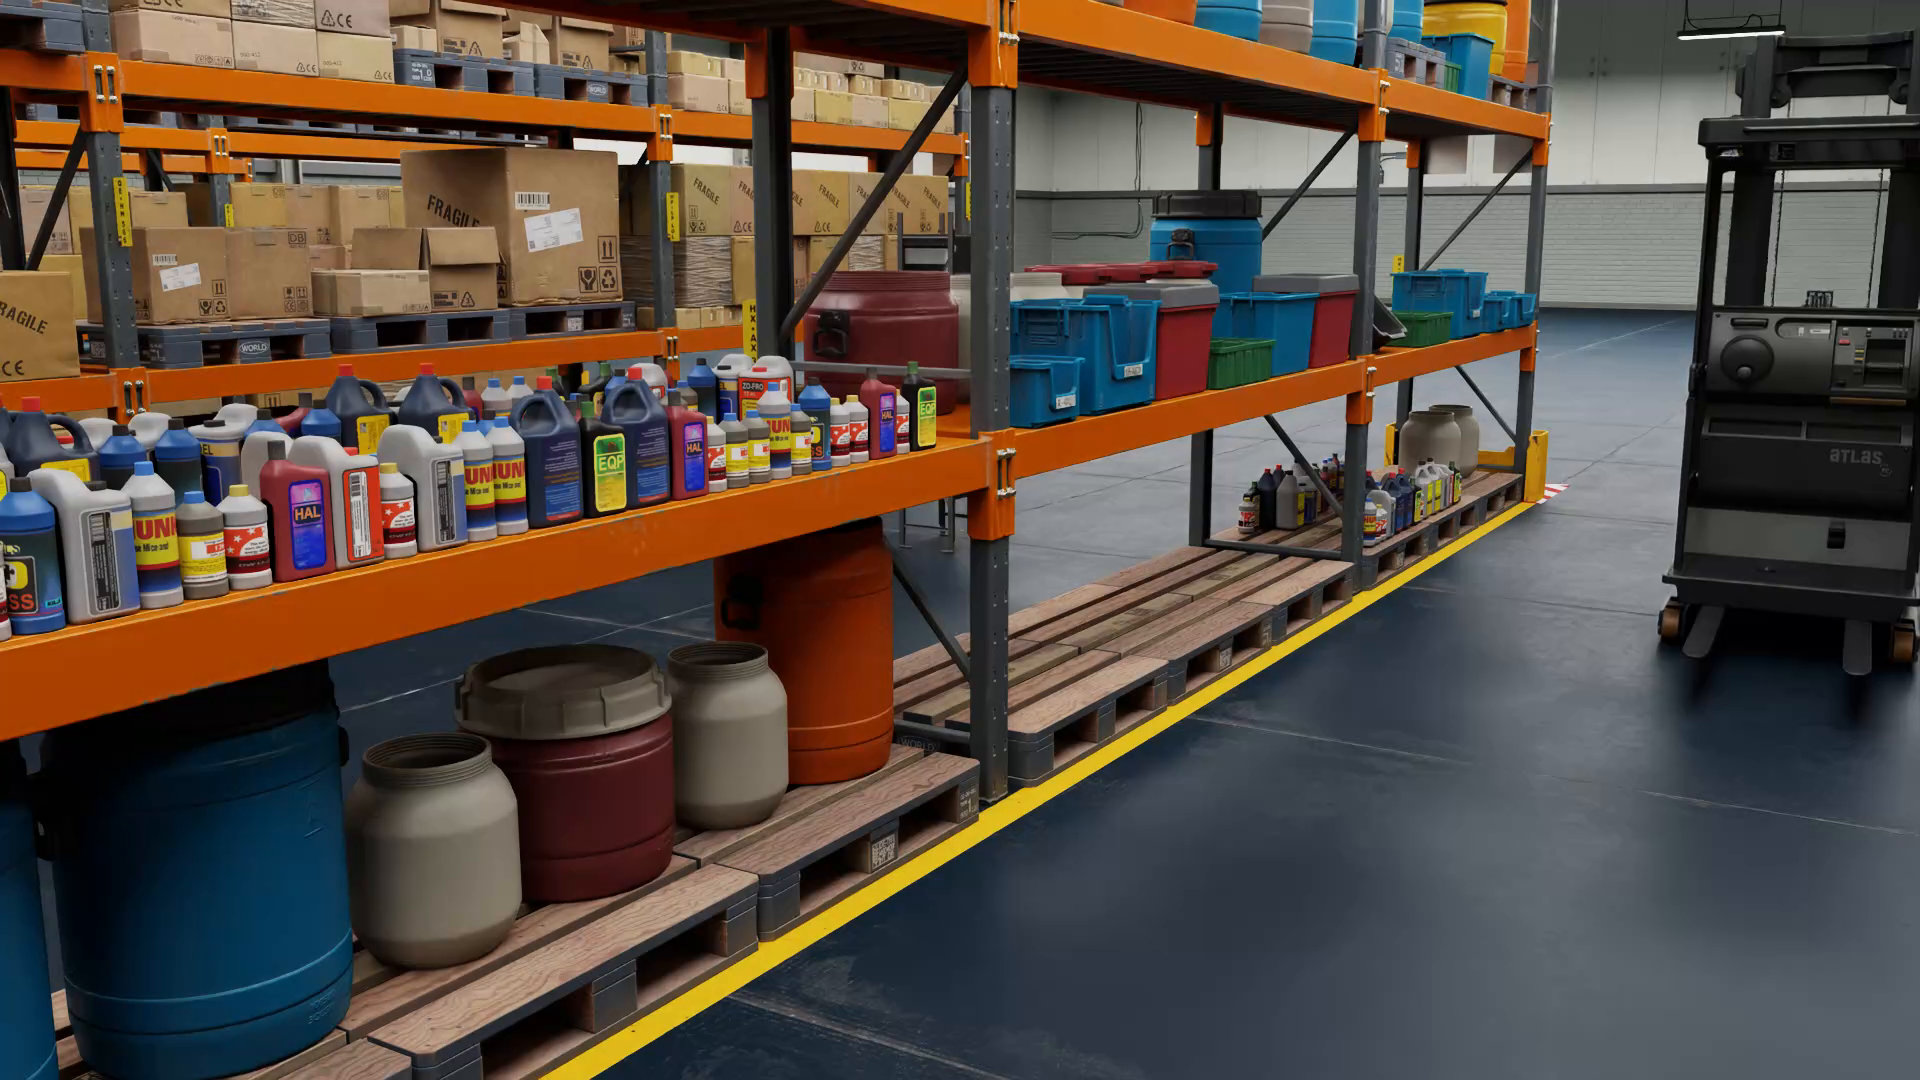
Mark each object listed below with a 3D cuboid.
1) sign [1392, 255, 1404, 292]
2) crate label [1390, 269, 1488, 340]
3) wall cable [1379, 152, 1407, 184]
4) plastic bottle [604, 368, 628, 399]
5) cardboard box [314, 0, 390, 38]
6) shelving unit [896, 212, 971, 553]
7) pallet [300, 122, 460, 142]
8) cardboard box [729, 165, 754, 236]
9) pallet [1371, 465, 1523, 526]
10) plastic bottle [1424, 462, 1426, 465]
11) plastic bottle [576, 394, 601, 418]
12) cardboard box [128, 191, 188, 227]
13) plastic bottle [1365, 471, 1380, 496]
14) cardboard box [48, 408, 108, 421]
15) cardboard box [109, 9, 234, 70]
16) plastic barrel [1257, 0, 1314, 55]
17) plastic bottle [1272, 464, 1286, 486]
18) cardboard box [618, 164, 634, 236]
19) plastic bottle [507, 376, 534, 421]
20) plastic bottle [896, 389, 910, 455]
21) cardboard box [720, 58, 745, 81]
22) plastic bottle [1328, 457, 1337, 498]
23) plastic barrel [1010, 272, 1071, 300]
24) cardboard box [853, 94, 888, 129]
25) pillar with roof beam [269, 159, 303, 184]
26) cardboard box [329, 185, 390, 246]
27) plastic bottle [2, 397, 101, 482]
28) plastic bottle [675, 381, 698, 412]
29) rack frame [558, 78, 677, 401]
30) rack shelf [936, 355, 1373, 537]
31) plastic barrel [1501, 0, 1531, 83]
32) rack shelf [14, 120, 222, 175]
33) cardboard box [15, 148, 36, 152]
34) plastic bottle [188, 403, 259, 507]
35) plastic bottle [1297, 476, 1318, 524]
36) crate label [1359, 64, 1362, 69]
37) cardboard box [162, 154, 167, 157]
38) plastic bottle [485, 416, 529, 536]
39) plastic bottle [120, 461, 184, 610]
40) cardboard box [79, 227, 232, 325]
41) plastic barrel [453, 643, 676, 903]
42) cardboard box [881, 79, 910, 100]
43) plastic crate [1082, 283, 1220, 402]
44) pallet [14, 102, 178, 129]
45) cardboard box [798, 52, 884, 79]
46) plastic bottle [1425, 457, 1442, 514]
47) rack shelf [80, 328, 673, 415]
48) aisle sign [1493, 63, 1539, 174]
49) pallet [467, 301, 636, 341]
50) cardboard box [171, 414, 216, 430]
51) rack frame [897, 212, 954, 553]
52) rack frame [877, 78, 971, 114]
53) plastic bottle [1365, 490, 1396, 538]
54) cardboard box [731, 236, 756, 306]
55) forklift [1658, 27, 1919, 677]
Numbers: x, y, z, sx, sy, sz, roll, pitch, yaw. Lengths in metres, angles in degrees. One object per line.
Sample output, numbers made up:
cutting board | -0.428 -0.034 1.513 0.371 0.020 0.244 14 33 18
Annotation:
sign | 3.399 -2.042 12.870 0.100 0.325 0.005 6 12 31
crate label | 3.142 -1.554 10.924 0.502 0.435 0.616 6 12 31
wall cable | 12.128 -12.489 43.880 2.305 6.003 0.169 6 12 31
plastic bottle | -1.059 -0.400 5.201 0.097 0.271 0.097 0 11 0
cardboard box | -3.534 -3.045 9.201 0.500 0.500 0.500 6 12 29
shelving unit | -0.086 -1.006 10.536 0.431 2.100 0.503 6 12 31
pallet | -5.562 -3.936 15.830 1.003 0.211 1.213 6 12 31
cardboard box | -1.734 -2.508 12.319 0.500 0.500 0.500 6 12 31
pallet | 3.441 -0.338 12.100 1.003 0.211 1.213 6 12 31
plastic bottle | 3.042 -0.376 10.910 0.061 0.283 0.133 6 12 31
plastic bottle | -0.945 -0.237 4.302 0.061 0.283 0.133 6 12 31
cardboard box | -6.882 -2.648 13.873 0.700 0.500 0.500 6 12 30
plastic bottle | 2.441 -0.238 9.994 0.144 0.351 0.185 6 12 31
cardboard box | -7.379 -1.029 13.187 1.050 0.750 0.750 6 12 31
cardboard box | -4.058 -2.518 8.421 0.500 0.250 0.500 7 12 32
plastic barrel | 1.372 -2.740 7.841 0.600 0.901 0.600 0 11 0
plastic bottle | 1.978 -0.296 10.304 0.144 0.351 0.185 6 12 28
cardboard box | -2.445 -2.480 12.168 0.500 0.500 0.500 6 12 31
plastic bottle | -1.300 -0.348 4.926 0.097 0.271 0.097 0 11 0
plastic bottle | -0.208 -0.376 5.264 0.097 0.201 0.097 0 11 0
cardboard box | -1.771 -3.404 12.072 0.380 0.149 0.250 6 12 31
plastic bottle | 2.481 -0.418 11.170 0.097 0.271 0.097 0 11 0
plastic barrel | 0.284 -0.898 7.207 0.421 0.512 0.421 0 11 0
cardboard box | -0.930 -3.467 13.495 0.500 0.250 0.500 7 13 32
pillar with roof beam | -7.418 -7.204 24.892 9.100 9.000 0.400 6 12 31
cardboard box | -5.825 -3.015 15.479 0.875 0.550 0.550 6 12 31
plastic bottle | -1.947 -0.132 3.556 0.144 0.351 0.185 6 12 31
plastic bottle | -0.922 -0.428 5.545 0.097 0.201 0.097 0 11 0
rack frame | -2.443 -1.696 11.779 1.000 3.000 0.127 6 12 31
rack shelf | 0.752 -0.555 7.637 1.077 0.370 4.000 6 12 31
plastic barrel | 3.723 -3.656 11.784 0.600 0.830 0.708 6 12 31
rack shelf | -7.668 -2.992 12.505 1.077 0.370 4.000 6 12 31
cardboard box | -10.011 -4.182 17.584 0.380 0.149 0.250 6 12 29
plastic bottle | -1.793 -0.191 4.076 0.152 0.276 0.135 6 12 31
plastic bottle | 2.117 -0.249 10.256 0.152 0.276 0.135 6 12 31
crate label | 2.613 -2.991 10.945 0.502 0.251 0.408 6 12 31
cardboard box | -9.239 -4.426 18.890 0.380 0.149 0.250 6 12 31
plastic bottle | -1.062 -0.151 3.875 0.097 0.271 0.097 0 11 0
plastic bottle | -1.524 -0.011 3.128 0.097 0.271 0.097 0 11 0
cardboard box | -4.274 -1.412 8.844 0.500 0.500 0.500 5 12 24
plastic barrel | -1.112 0.641 4.706 0.600 0.588 0.708 6 12 31
cardboard box | -0.637 -3.724 13.780 0.380 0.149 0.250 6 12 31
plastic crate | 0.814 -0.850 7.086 0.402 0.464 0.583 6 12 31
pallet | -7.064 -3.418 13.341 0.805 0.209 1.217 6 12 28
cardboard box | -0.955 -3.973 13.349 0.500 0.500 0.500 6 12 31
plastic bottle | 2.979 -0.351 10.593 0.144 0.351 0.185 7 13 33
rack shelf | -3.481 -1.028 10.165 1.077 0.370 4.000 6 12 31
aisle sign | 4.158 -3.113 12.281 0.394 0.787 0.004 6 12 31
pallet | -2.964 -1.496 11.228 1.003 0.211 1.213 6 12 31
cardboard box | -4.198 -0.532 9.117 0.500 0.250 0.500 7 13 33
rack frame | -0.213 -0.968 10.331 0.400 2.100 0.015 6 12 31
rack frame | -0.366 -5.274 14.587 1.000 3.000 0.127 6 12 31
plastic bottle | 2.475 -0.162 9.791 0.152 0.276 0.135 7 13 33
cardboard box | -1.867 -2.032 12.490 0.875 0.500 0.500 6 12 31
forklift | 4.087 -0.948 7.965 1.130 2.935 3.031 6 12 28
